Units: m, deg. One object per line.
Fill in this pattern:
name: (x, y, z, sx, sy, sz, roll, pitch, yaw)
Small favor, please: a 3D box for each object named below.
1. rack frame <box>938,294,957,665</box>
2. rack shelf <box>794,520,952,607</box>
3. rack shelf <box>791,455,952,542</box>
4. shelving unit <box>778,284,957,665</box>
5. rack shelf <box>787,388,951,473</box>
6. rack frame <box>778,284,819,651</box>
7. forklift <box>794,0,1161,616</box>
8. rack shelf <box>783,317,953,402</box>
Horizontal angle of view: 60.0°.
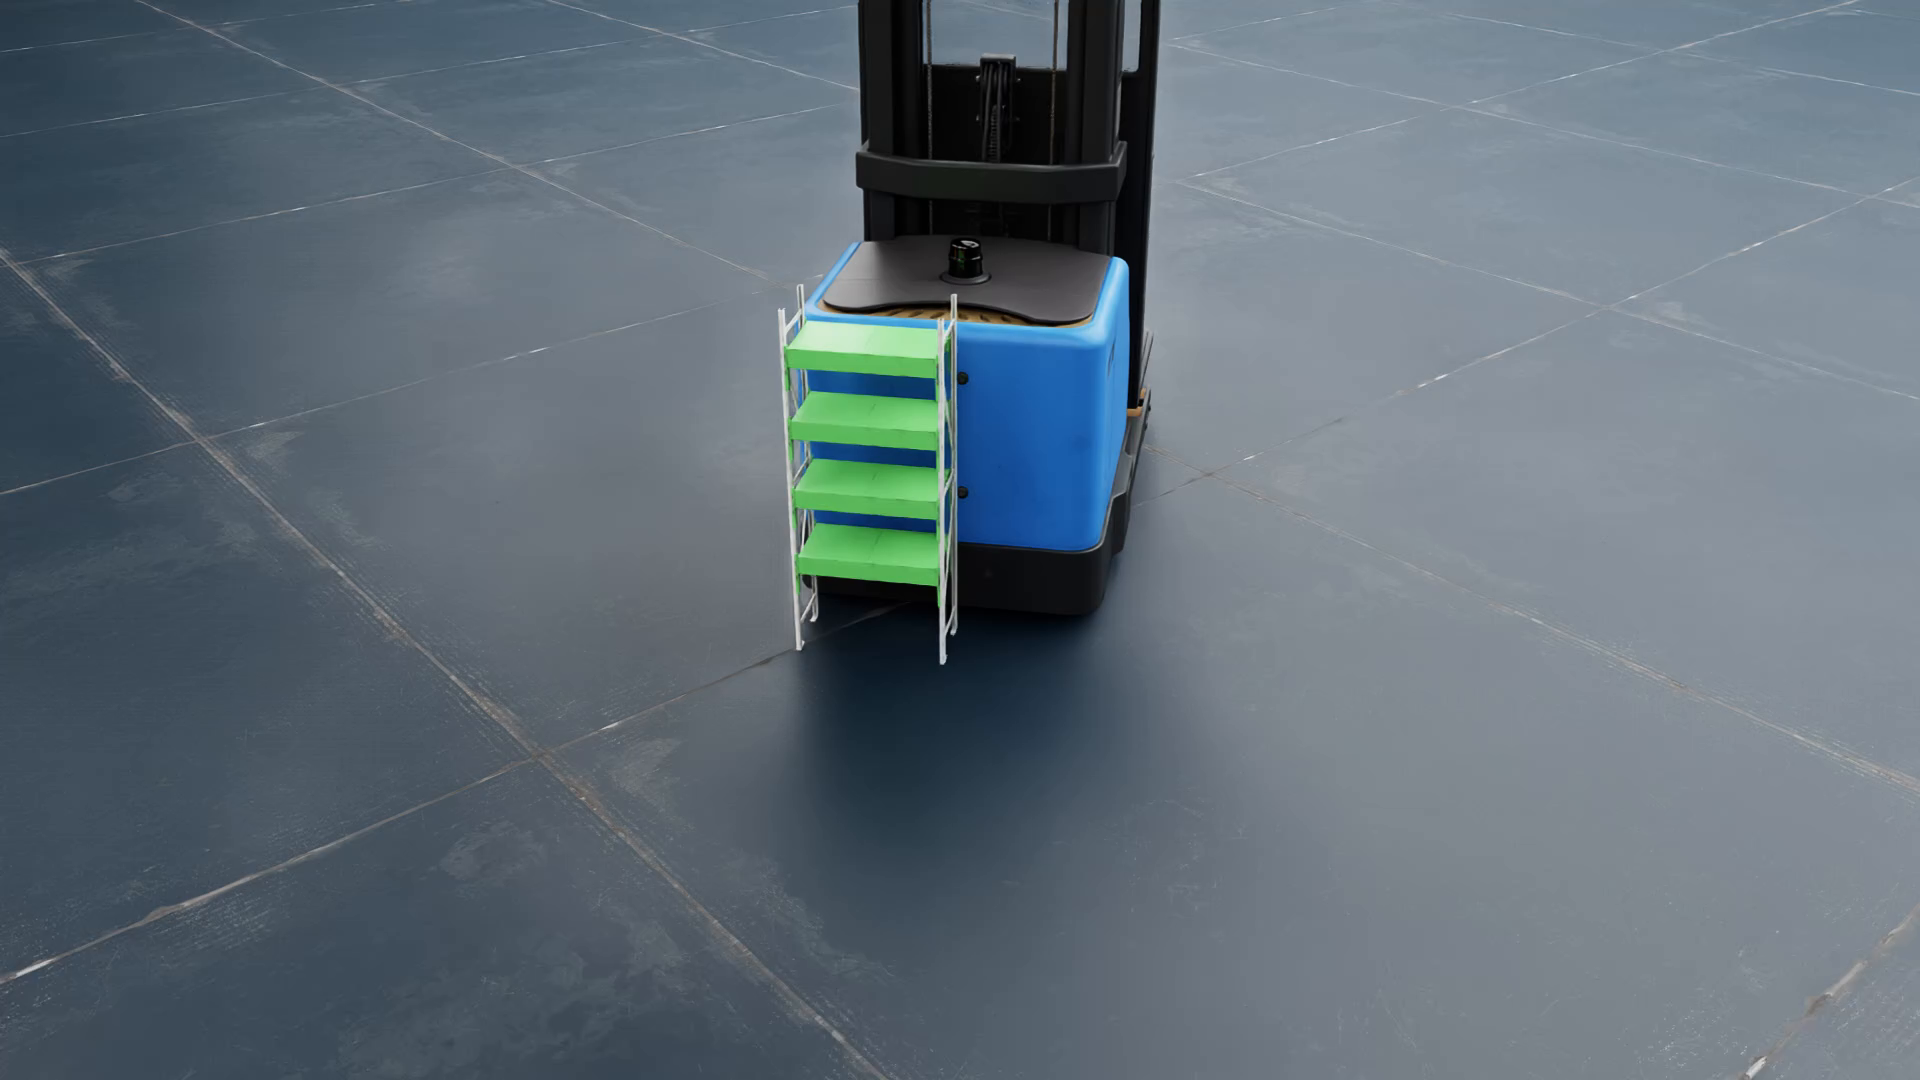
rack frame: (-0.038, -0.173, 5.301, 0.015, 1.200, 0.240, 5, 29, 9)
rack shelf: (-0.278, 0.074, 5.483, 0.480, 0.148, 0.258, 5, 29, 9)
rack shelf: (-0.278, -0.138, 5.370, 0.480, 0.148, 0.258, 5, 29, 9)
shelving unit: (-0.278, -0.194, 5.340, 0.503, 1.200, 0.258, 5, 29, 9)
rack shelf: (-0.278, -0.349, 5.257, 0.480, 0.148, 0.258, 5, 29, 9)
rack frame: (-0.518, -0.215, 5.378, 0.015, 1.200, 0.240, 5, 29, 9)
forklift: (0.218, -1.712, 6.343, 1.130, 2.935, 3.031, 5, 29, 9)
rack shelf: (-0.278, -0.561, 5.143, 0.480, 0.148, 0.258, 5, 29, 9)
